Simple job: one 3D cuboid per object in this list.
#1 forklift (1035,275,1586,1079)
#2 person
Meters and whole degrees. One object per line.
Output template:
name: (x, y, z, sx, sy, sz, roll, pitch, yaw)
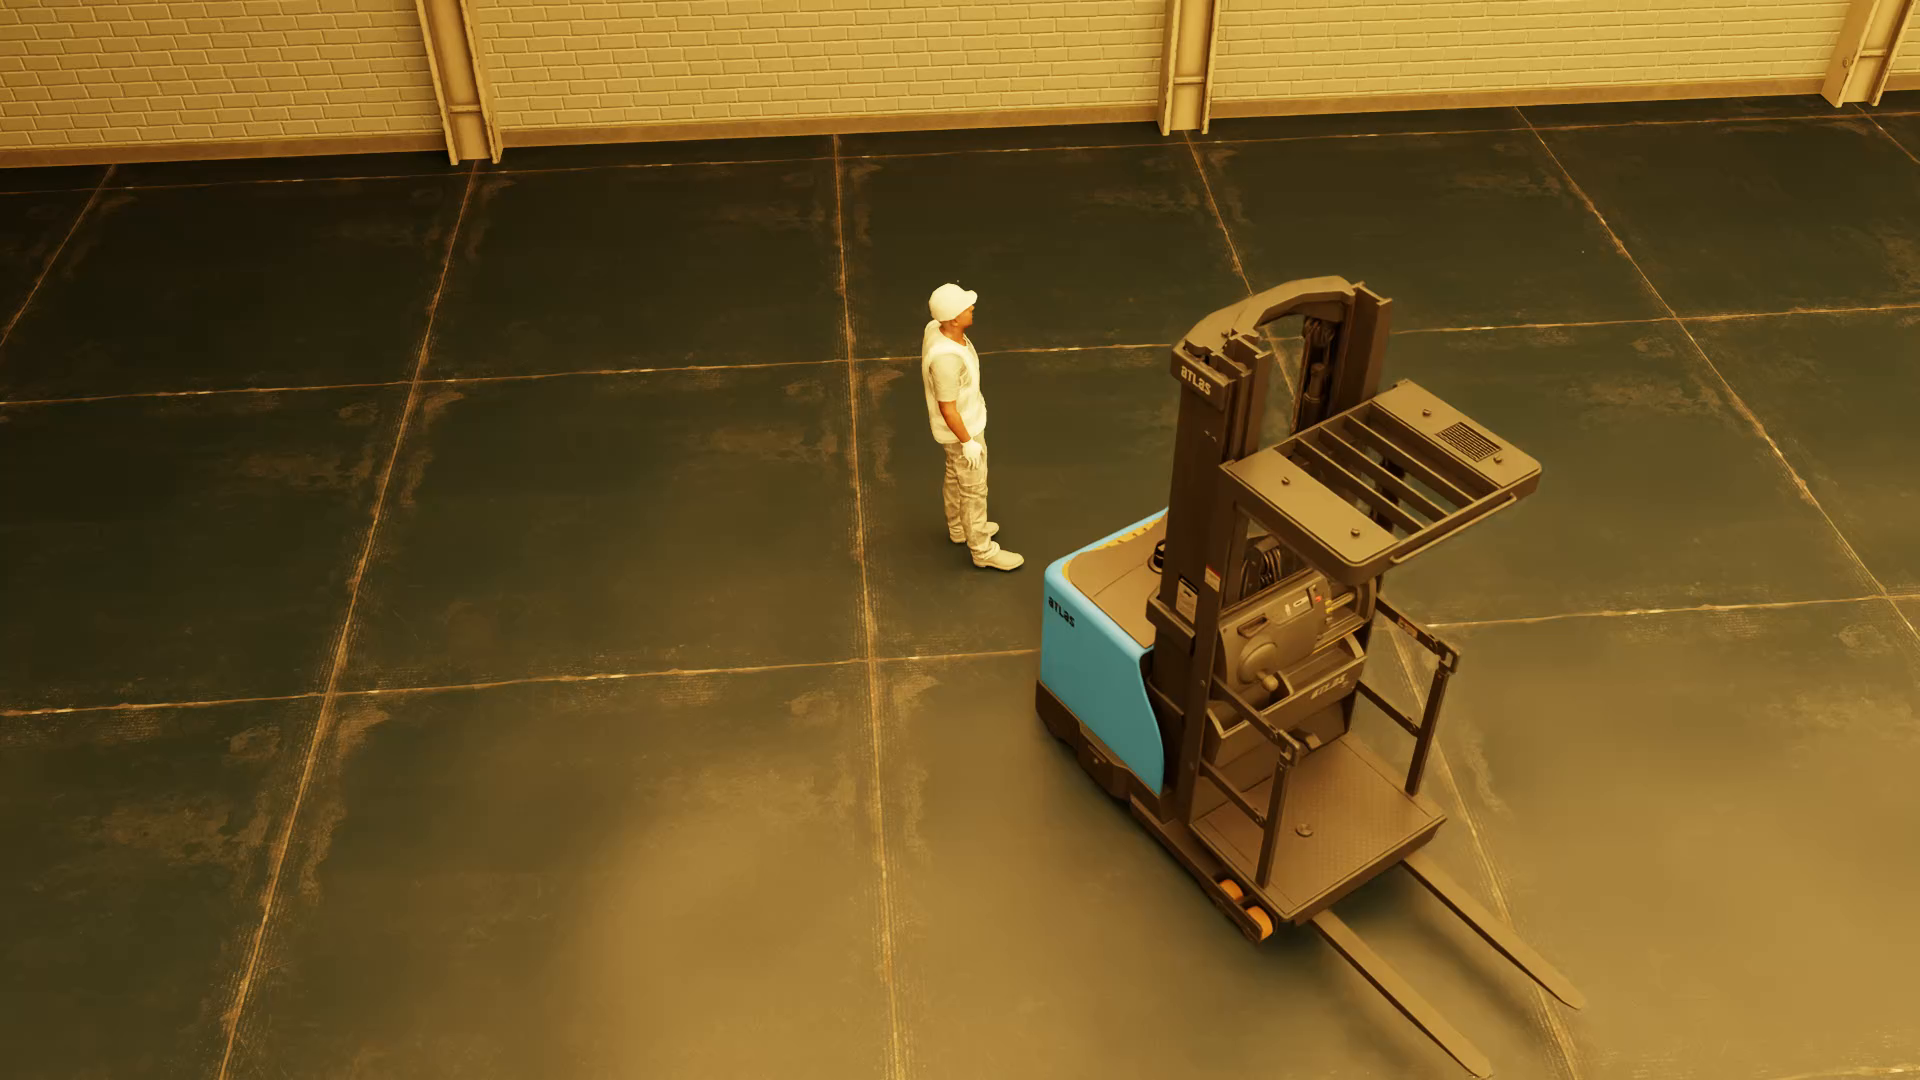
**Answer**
forklift: (1.663, 0.442, 7.421, 1.130, 2.935, 3.031, -24, 46, -26)
person: (0.072, -0.682, 9.607, 0.577, 1.781, 0.656, -3, 41, -4)
